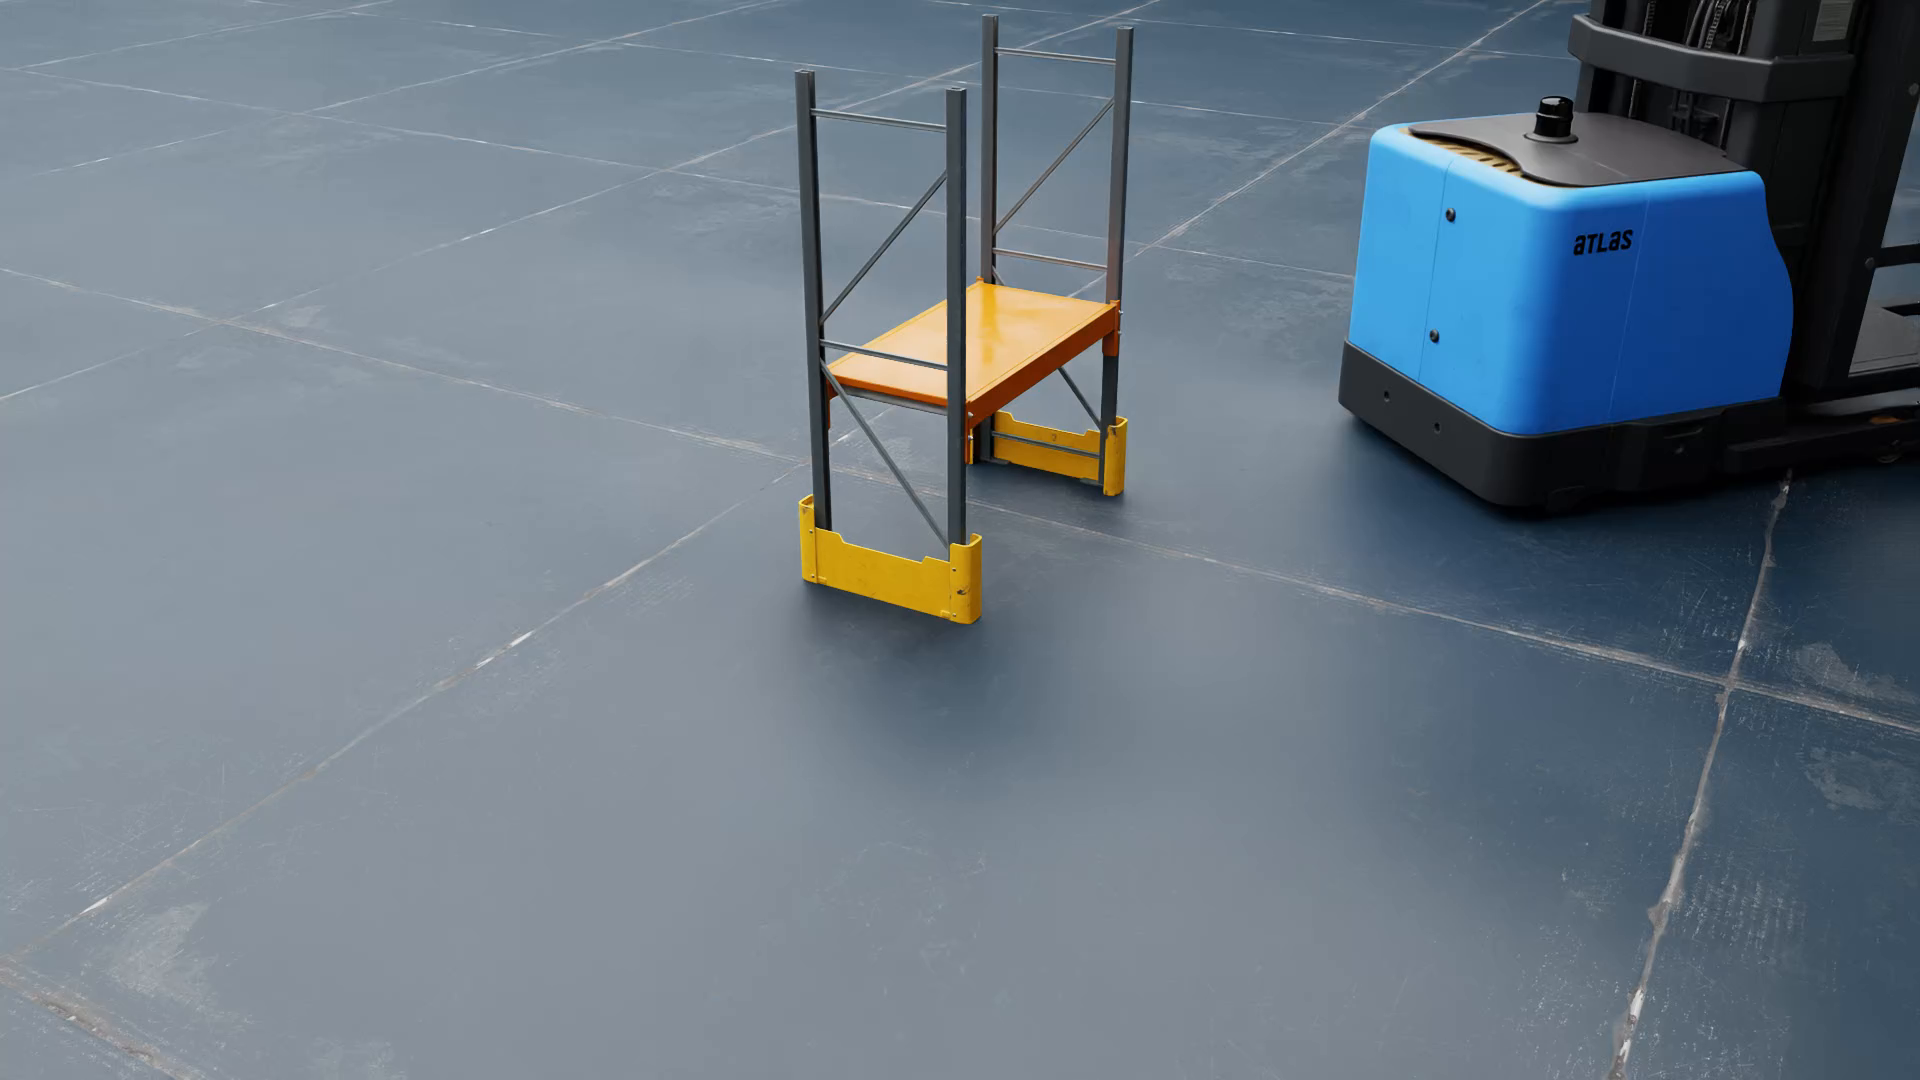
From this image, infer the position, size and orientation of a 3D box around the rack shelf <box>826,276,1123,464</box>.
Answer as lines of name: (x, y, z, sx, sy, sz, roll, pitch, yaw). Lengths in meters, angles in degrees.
rack shelf: (0.042, -0.543, 5.061, 0.538, 0.185, 1.000, 14, 30, 26)

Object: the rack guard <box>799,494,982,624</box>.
rack guard: (-0.208, 0.053, 4.866, 0.587, 0.250, 0.087, 14, 30, 26)

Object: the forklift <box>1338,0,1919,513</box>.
forklift: (2.960, -1.790, 5.551, 3.031, 2.935, 1.130, -9, 28, -18)

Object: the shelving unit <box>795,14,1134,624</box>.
shelving unit: (0.037, -0.700, 4.974, 0.587, 1.500, 1.083, 14, 30, 26)

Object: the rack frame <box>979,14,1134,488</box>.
rack frame: (0.292, -0.902, 5.376, 0.500, 1.500, 0.032, 14, 30, 26)

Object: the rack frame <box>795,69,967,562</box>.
rack frame: (-0.208, -0.506, 4.585, 0.500, 1.500, 0.032, 14, 30, 26)

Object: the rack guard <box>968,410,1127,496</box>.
rack guard: (0.282, -0.336, 5.641, 0.587, 0.250, 0.087, 14, 30, 26)
